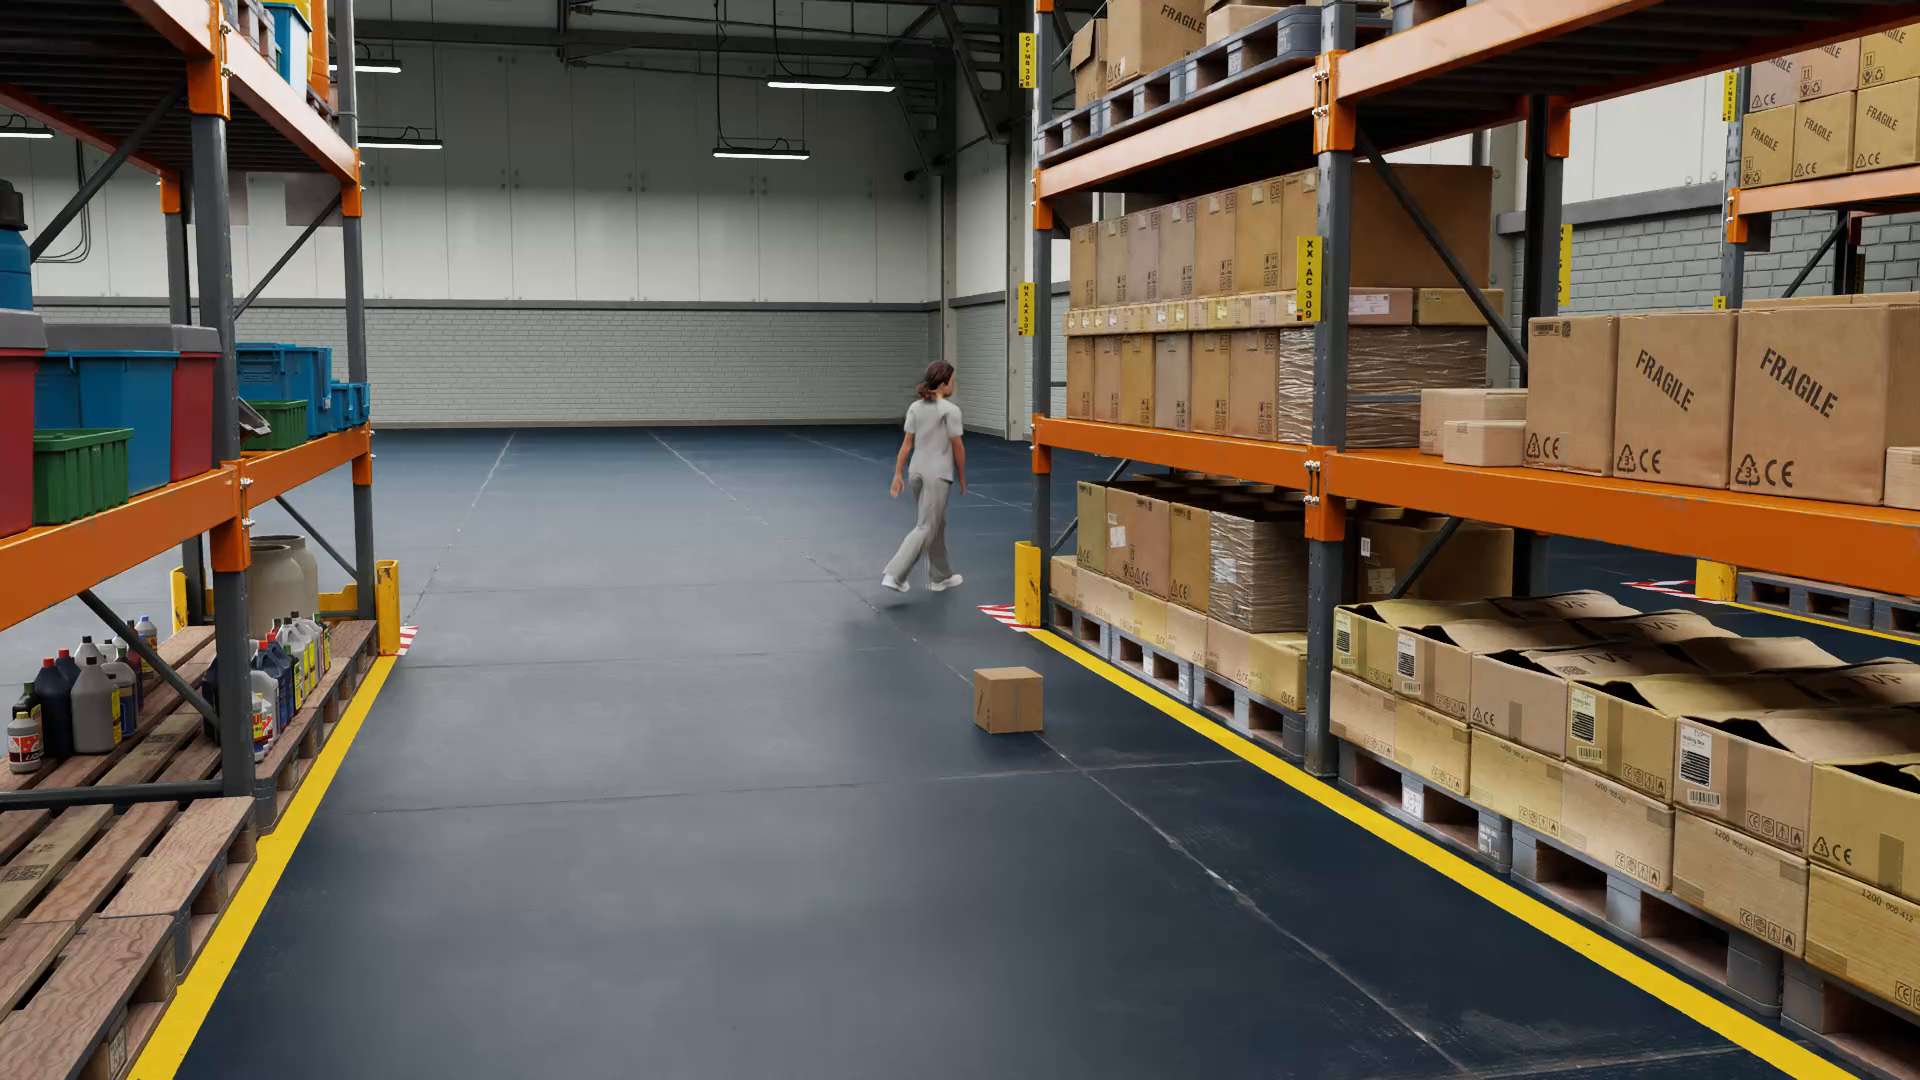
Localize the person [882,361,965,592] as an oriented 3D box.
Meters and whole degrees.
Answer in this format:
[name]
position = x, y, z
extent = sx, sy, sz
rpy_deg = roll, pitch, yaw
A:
[person]
position = -0.190, -0.424, 11.561
extent = 0.494, 1.626, 0.926
rpy_deg = 5, 8, 40
